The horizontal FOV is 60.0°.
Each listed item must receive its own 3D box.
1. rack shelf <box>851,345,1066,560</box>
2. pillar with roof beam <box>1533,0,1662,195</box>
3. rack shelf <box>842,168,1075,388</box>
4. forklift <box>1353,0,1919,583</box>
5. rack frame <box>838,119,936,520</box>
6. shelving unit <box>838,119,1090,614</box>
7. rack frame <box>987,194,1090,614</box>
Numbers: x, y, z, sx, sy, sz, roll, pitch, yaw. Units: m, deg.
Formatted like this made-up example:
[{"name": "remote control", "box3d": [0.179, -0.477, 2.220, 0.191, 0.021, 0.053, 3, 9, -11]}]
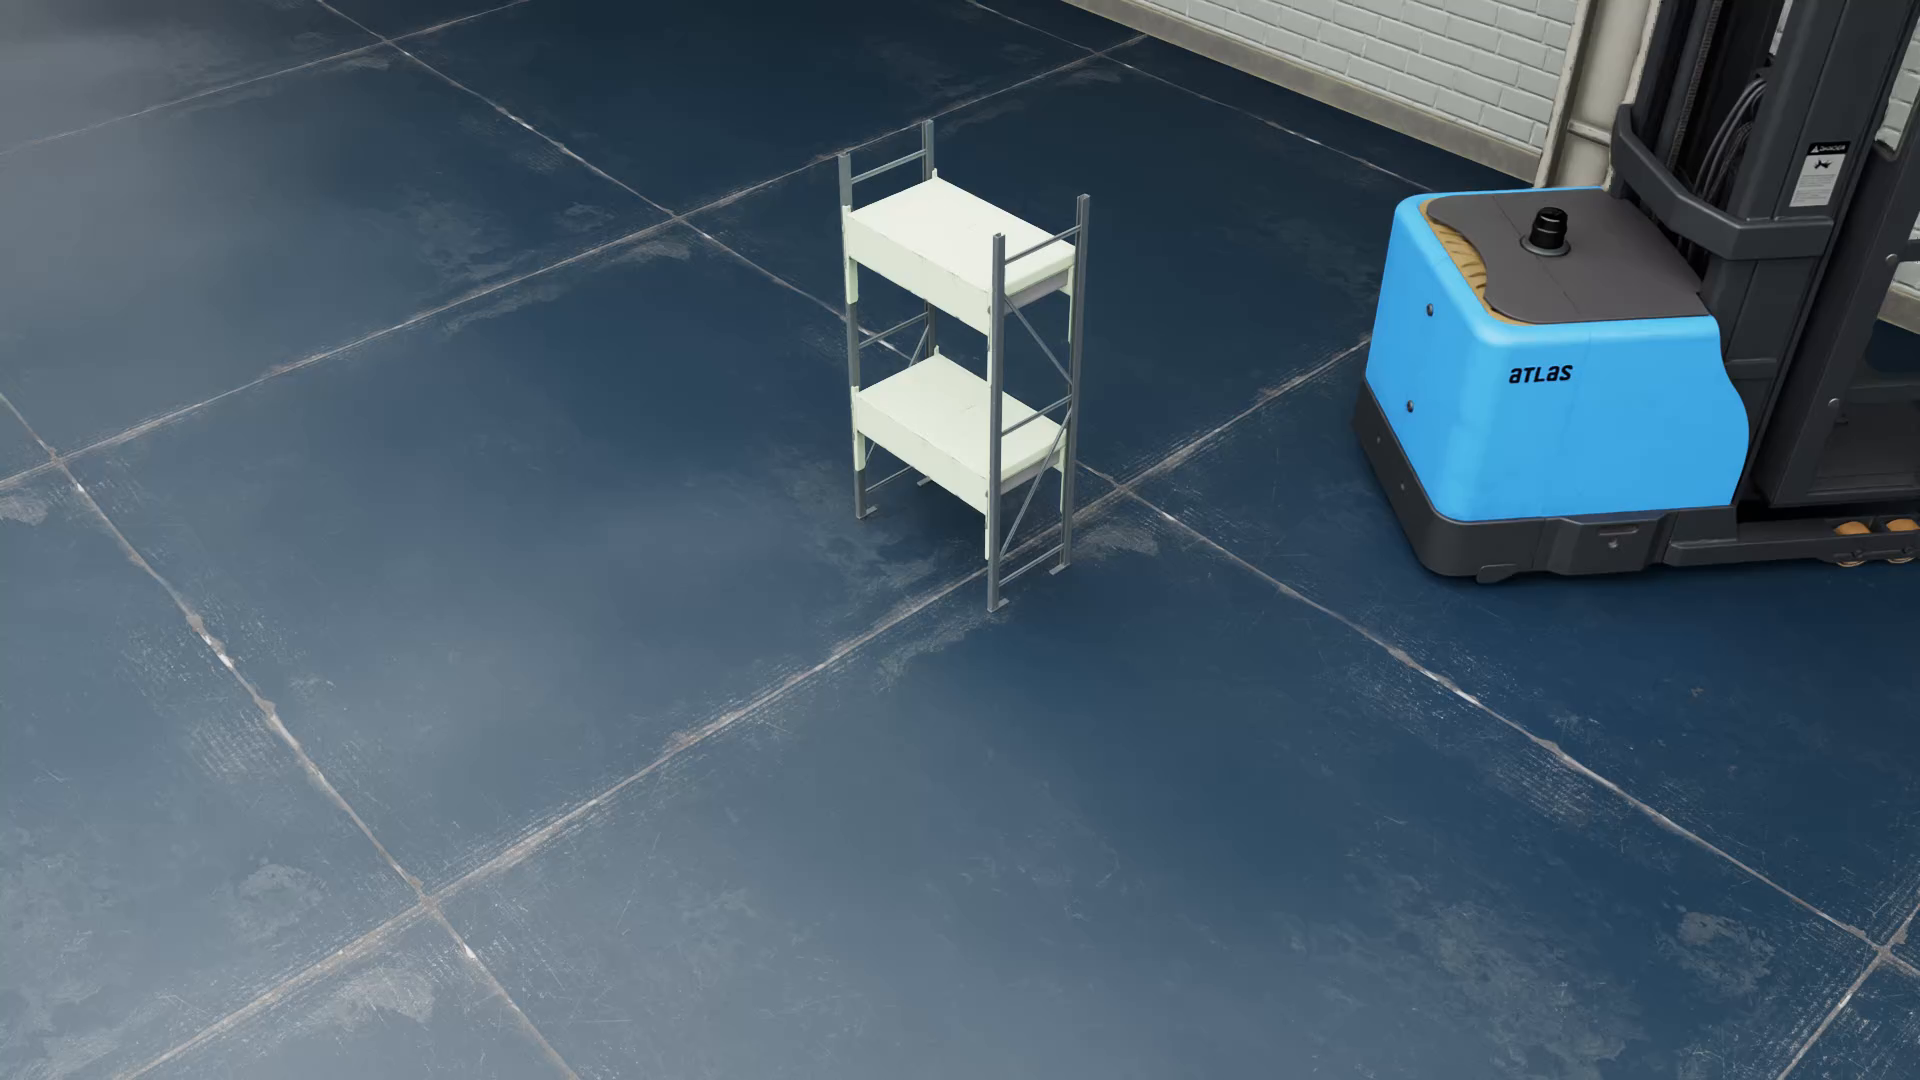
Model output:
[{"name": "rack shelf", "box3d": [0.005, -0.327, 5.980, 0.431, 0.370, 0.720, -30, 48, -32]}, {"name": "pillar with roof beam", "box3d": [-0.100, -3.285, 3.156, 9.100, 9.000, 0.400, -30, 48, -32]}, {"name": "rack shelf", "box3d": [0.005, -0.884, 5.530, 0.431, 0.370, 0.720, -30, 48, -32]}, {"name": "forklift", "box3d": [3.134, -1.370, 5.614, 3.031, 2.935, 1.130, -4, 39, -5]}, {"name": "rack frame", "box3d": [-0.243, -0.750, 5.985, 0.400, 1.500, 0.023, -30, 48, -32]}, {"name": "shelving unit", "box3d": [0.005, -0.580, 5.775, 0.431, 1.500, 0.755, -30, 48, -32]}, {"name": "rack frame", "box3d": [0.252, -0.411, 5.565, 0.400, 1.500, 0.023, -30, 48, -32]}]
